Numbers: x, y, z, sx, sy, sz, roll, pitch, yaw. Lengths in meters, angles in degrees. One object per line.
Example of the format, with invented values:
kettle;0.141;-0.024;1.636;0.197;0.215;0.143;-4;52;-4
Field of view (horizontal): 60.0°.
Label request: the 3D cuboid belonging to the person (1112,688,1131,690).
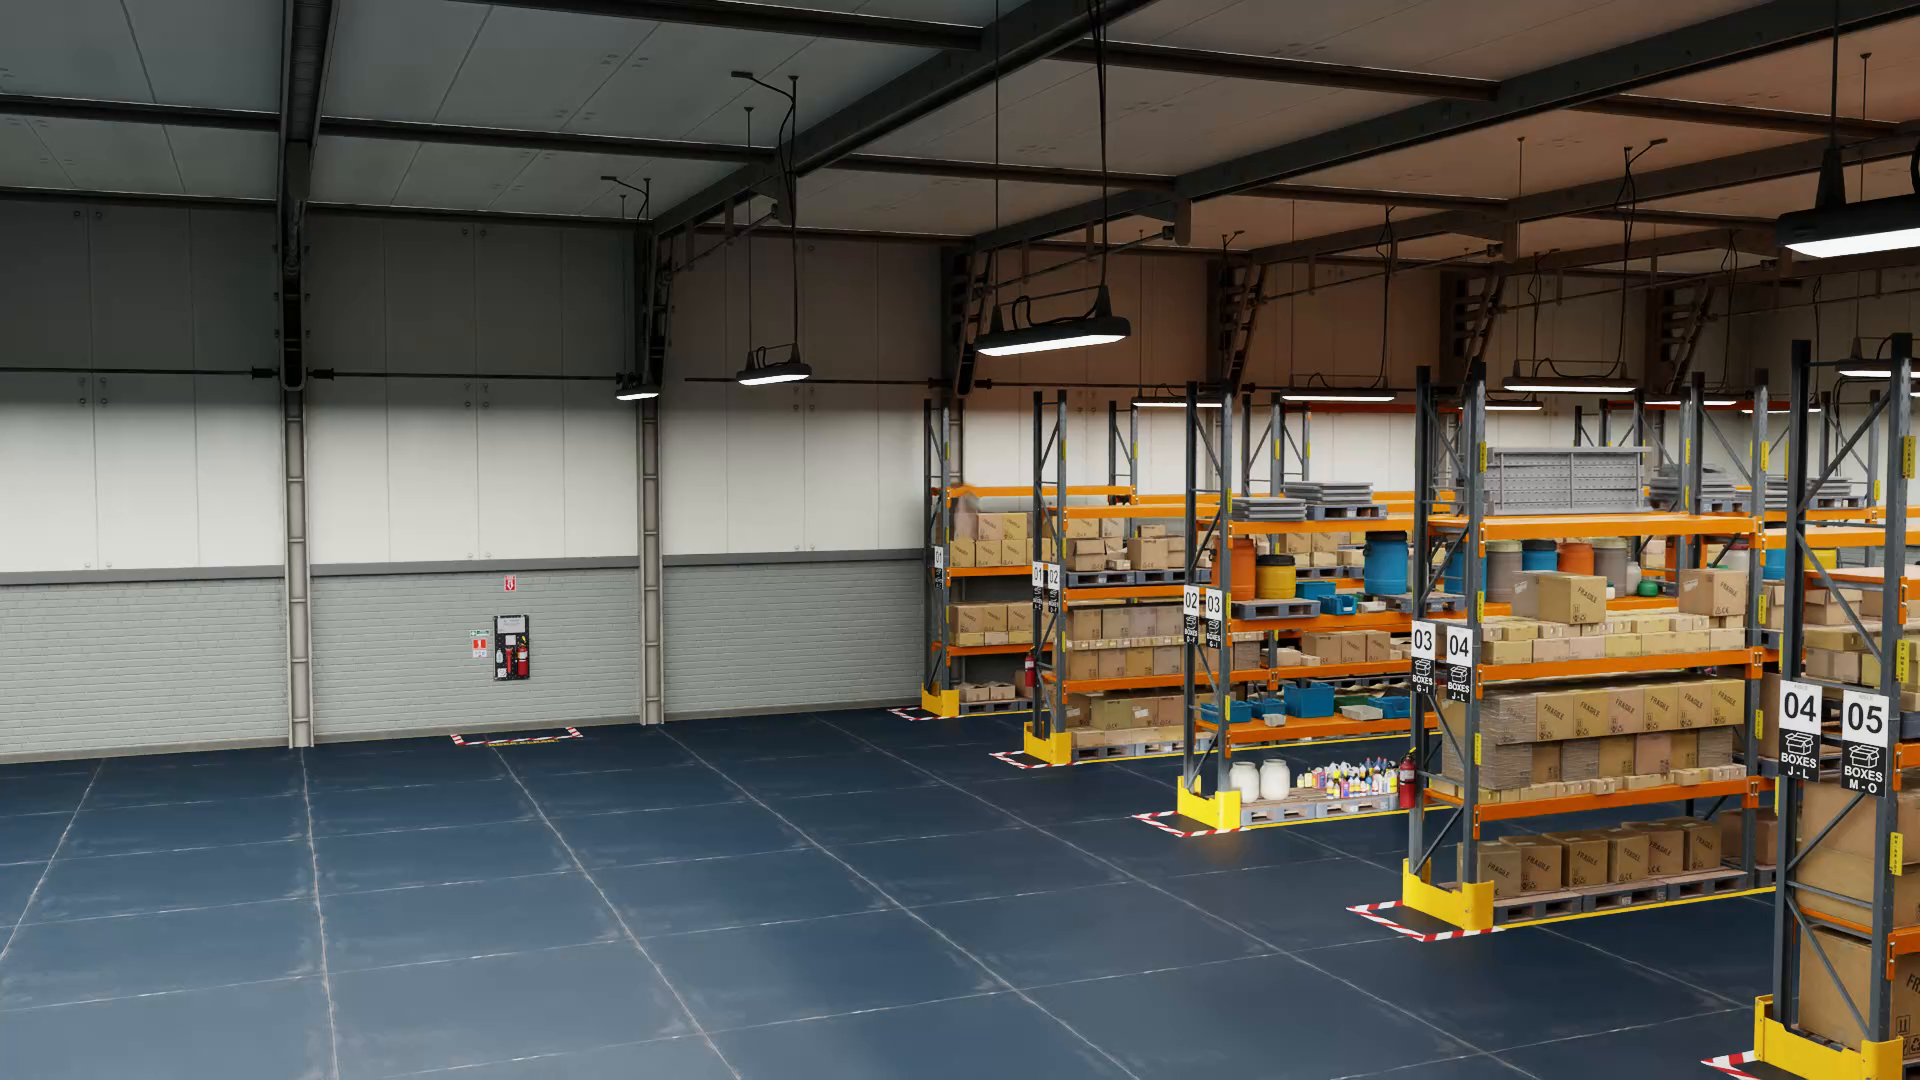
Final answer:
person;2.939;2.562;29.671;0.545;1.685;0.345;-1;4;-20
